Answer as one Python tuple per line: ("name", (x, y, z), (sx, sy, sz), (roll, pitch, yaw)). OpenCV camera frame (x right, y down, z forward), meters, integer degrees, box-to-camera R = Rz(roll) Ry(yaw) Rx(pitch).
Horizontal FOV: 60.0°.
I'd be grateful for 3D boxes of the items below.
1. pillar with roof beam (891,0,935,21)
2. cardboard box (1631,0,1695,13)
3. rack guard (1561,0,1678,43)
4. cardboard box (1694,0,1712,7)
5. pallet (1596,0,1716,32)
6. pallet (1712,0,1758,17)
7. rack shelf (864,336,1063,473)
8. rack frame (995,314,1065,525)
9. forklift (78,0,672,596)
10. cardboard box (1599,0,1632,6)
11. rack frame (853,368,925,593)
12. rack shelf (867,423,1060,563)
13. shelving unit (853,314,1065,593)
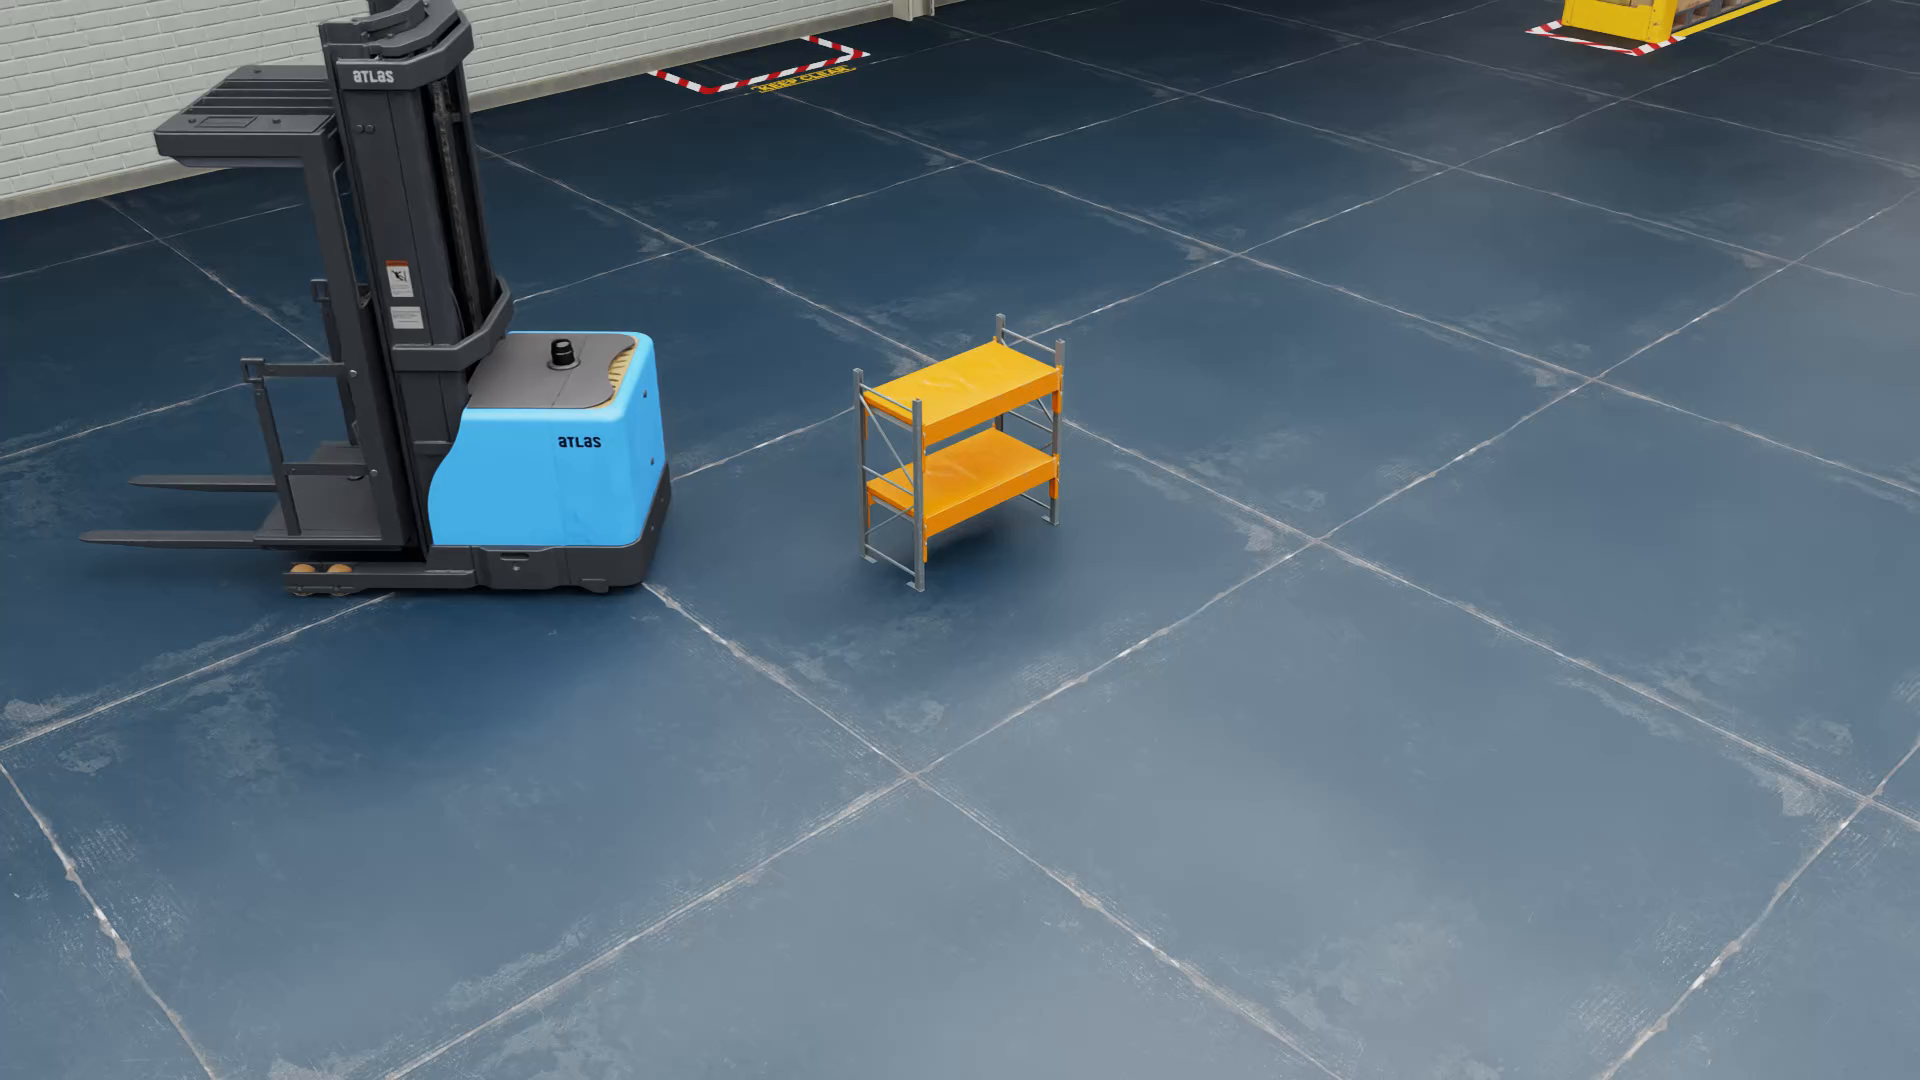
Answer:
("pillar with roof beam", (2.389, -8.216, 14.059), (0.400, 9.000, 9.100), (-26, 40, -35))
("cardboard box", (7.852, -6.070, 18.534), (0.500, 0.250, 0.500), (-26, 40, -35))
("rack guard", (7.290, -5.883, 18.392), (0.348, 0.500, 1.175), (-26, 40, -35))
("cardboard box", (8.216, -6.248, 18.826), (0.500, 0.250, 0.500), (-26, 40, -35))
("pallet", (7.840, -6.056, 18.951), (1.213, 0.211, 1.003), (-26, 40, -35))
("pallet", (8.734, -6.487, 19.655), (1.213, 0.211, 1.003), (-26, 40, -35))
("rack shelf", (0.005, -0.732, 8.808), (1.000, 0.278, 0.538), (-26, 40, -35))
("rack frame", (0.378, -0.663, 9.255), (0.032, 1.125, 0.500), (-26, 40, -35))
("forklift", (-3.172, -1.229, 8.451), (3.031, 2.935, 1.130), (0, 31, 1))
("cardboard box", (7.500, -6.268, 18.858), (0.500, 0.250, 0.500), (-26, 40, -35))
("rack frame", (-0.368, -0.302, 8.666), (0.032, 1.125, 0.500), (-26, 40, -35))
("rack shelf", (0.005, -0.274, 9.088), (1.000, 0.278, 0.538), (-26, 40, -35))
("shelving unit", (0.005, -0.482, 8.960), (1.048, 1.125, 0.538), (-26, 40, -35))
